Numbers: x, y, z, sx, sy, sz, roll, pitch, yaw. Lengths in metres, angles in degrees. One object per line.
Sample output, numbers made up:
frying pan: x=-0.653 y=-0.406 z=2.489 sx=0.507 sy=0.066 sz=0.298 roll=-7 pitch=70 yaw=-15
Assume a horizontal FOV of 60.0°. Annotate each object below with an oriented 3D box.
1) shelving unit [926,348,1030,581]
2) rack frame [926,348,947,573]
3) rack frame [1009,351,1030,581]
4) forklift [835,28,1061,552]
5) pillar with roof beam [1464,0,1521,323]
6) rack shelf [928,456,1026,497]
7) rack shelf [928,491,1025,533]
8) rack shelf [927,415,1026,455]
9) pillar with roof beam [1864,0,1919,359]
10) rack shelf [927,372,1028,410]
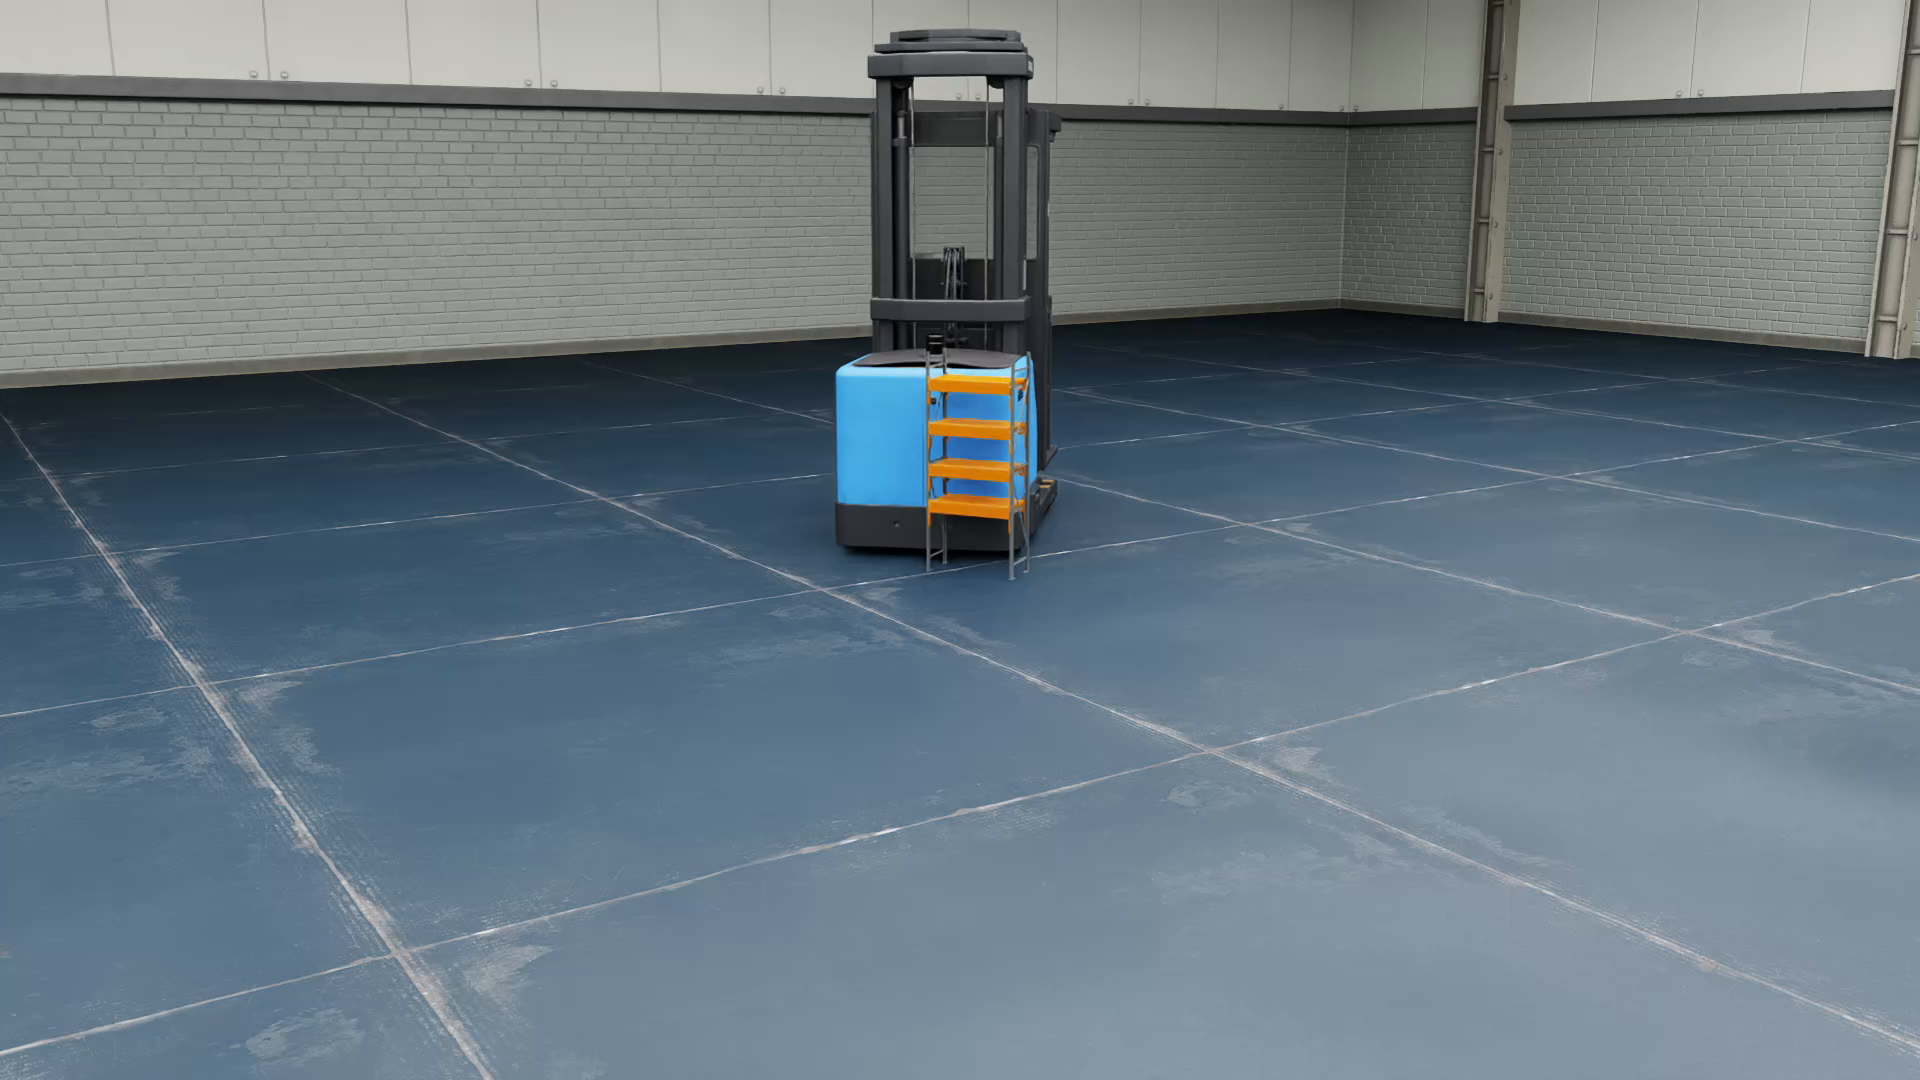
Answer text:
shelving unit: x=0.095 y=-0.412 z=8.935 sx=0.503 sy=1.200 sz=0.258 roll=5 pitch=13 yaw=23
rack frame: x=-0.128 y=-0.433 z=9.032 sx=0.015 sy=1.200 sz=0.240 roll=5 pitch=13 yaw=23
rack frame: x=0.318 y=-0.390 z=8.838 sx=0.015 sy=1.200 sz=0.240 roll=5 pitch=13 yaw=23
forklift: x=0.040 y=-1.631 z=10.461 sx=1.130 sy=2.935 sz=3.031 roll=2 pitch=12 yaw=9
pillar with roof beam: x=4.176 y=-7.143 z=21.462 sx=9.100 sy=9.000 sz=0.400 roll=-8 pitch=15 yaw=-33
rack shelf: x=0.095 y=-0.346 z=8.949 sx=0.480 sy=0.148 sz=0.258 roll=5 pitch=13 yaw=23
rack shelf: x=0.095 y=-0.152 z=8.992 sx=0.480 sy=0.148 sz=0.258 roll=5 pitch=13 yaw=23
rack shelf: x=0.095 y=-0.564 z=8.902 sx=0.480 sy=0.148 sz=0.258 roll=5 pitch=13 yaw=23
pillar with roof beam: x=7.500 y=-6.076 z=16.583 sx=9.100 sy=9.000 sz=0.400 roll=-8 pitch=15 yaw=-33
rack shelf: x=0.095 y=-0.795 z=8.851 sx=0.480 sy=0.148 sz=0.258 roll=5 pitch=13 yaw=23
